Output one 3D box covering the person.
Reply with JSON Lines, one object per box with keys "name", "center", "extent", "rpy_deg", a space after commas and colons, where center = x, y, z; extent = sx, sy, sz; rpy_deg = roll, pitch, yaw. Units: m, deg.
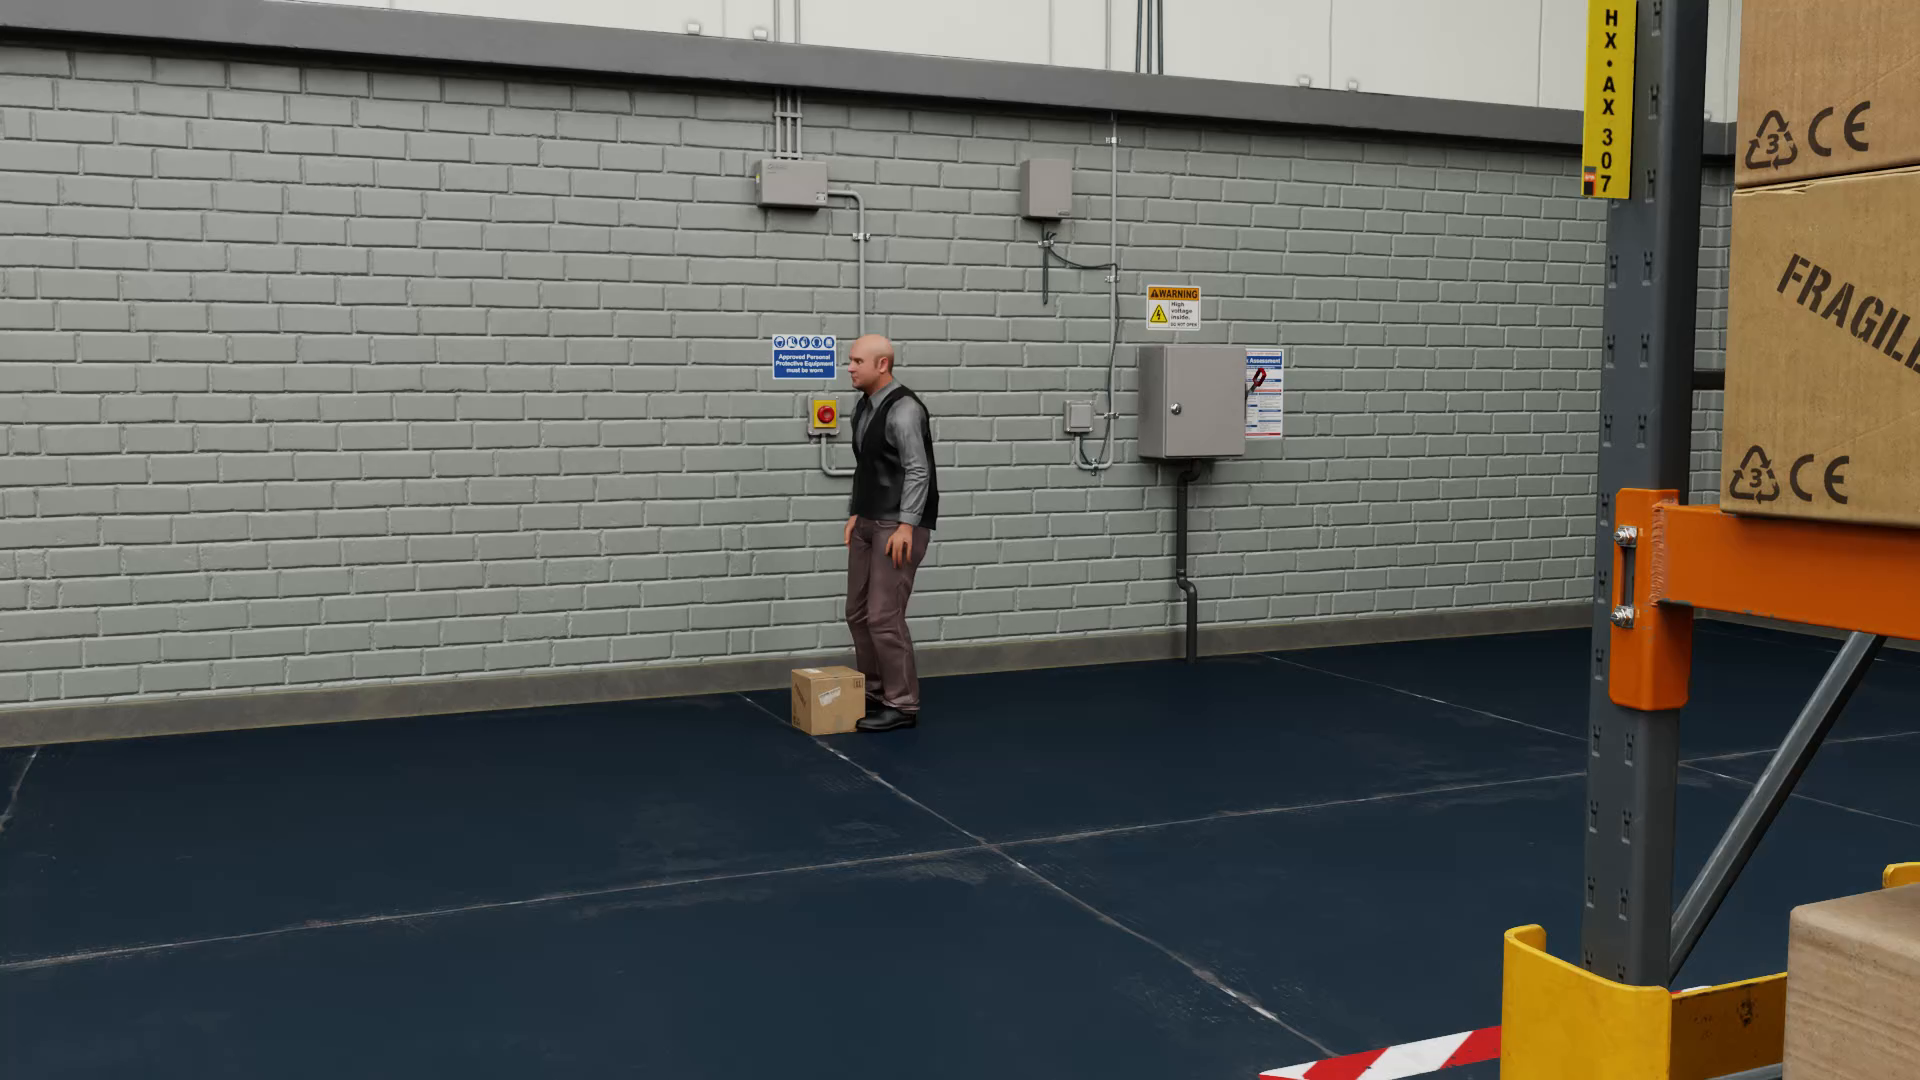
{"name": "person", "center": [-0.321, -0.042, 7.331], "extent": [0.423, 1.720, 0.586], "rpy_deg": [-3, 6, -27]}
